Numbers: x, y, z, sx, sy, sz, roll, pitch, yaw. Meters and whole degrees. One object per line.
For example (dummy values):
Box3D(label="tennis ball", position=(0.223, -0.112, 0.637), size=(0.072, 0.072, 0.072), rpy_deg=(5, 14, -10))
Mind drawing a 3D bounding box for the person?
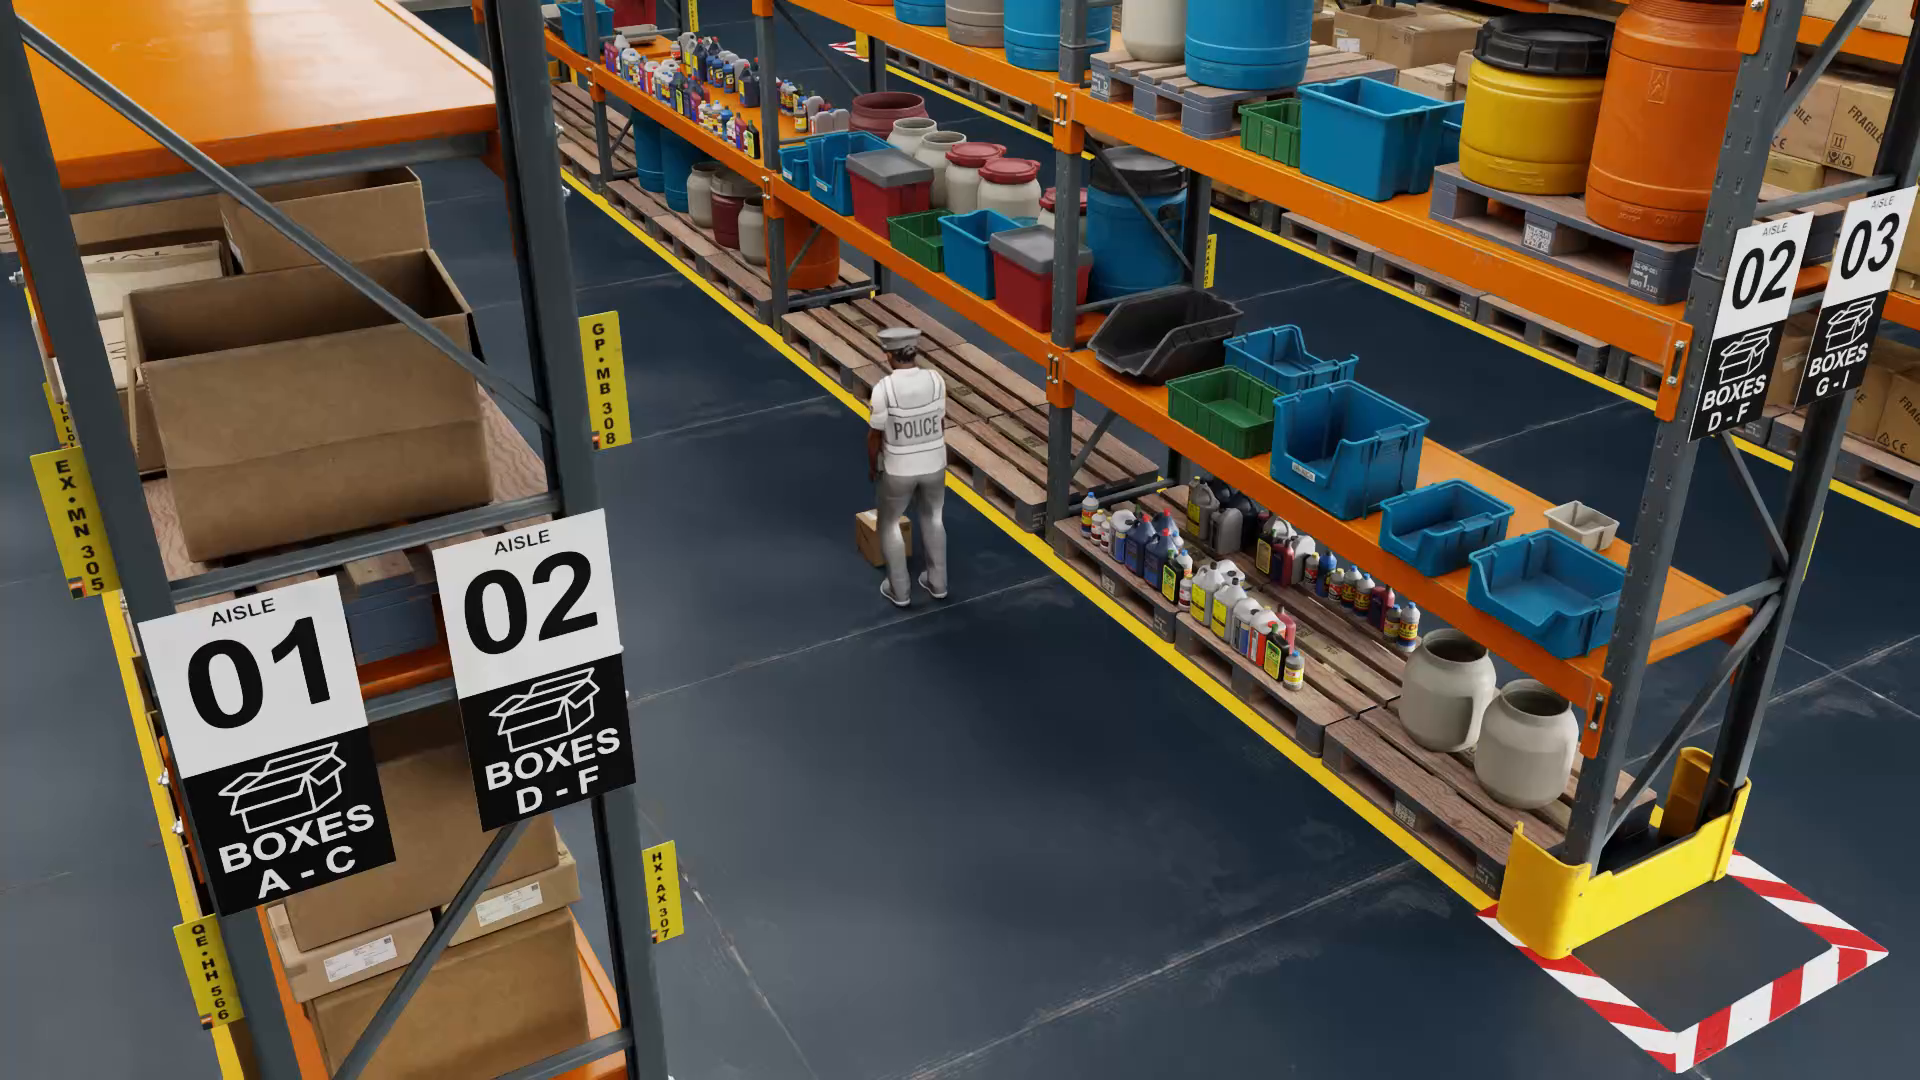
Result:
Box3D(label="person", position=(-0.300, -0.399, 9.309), size=(0.450, 1.636, 0.409), rpy_deg=(-10, 31, -18))
